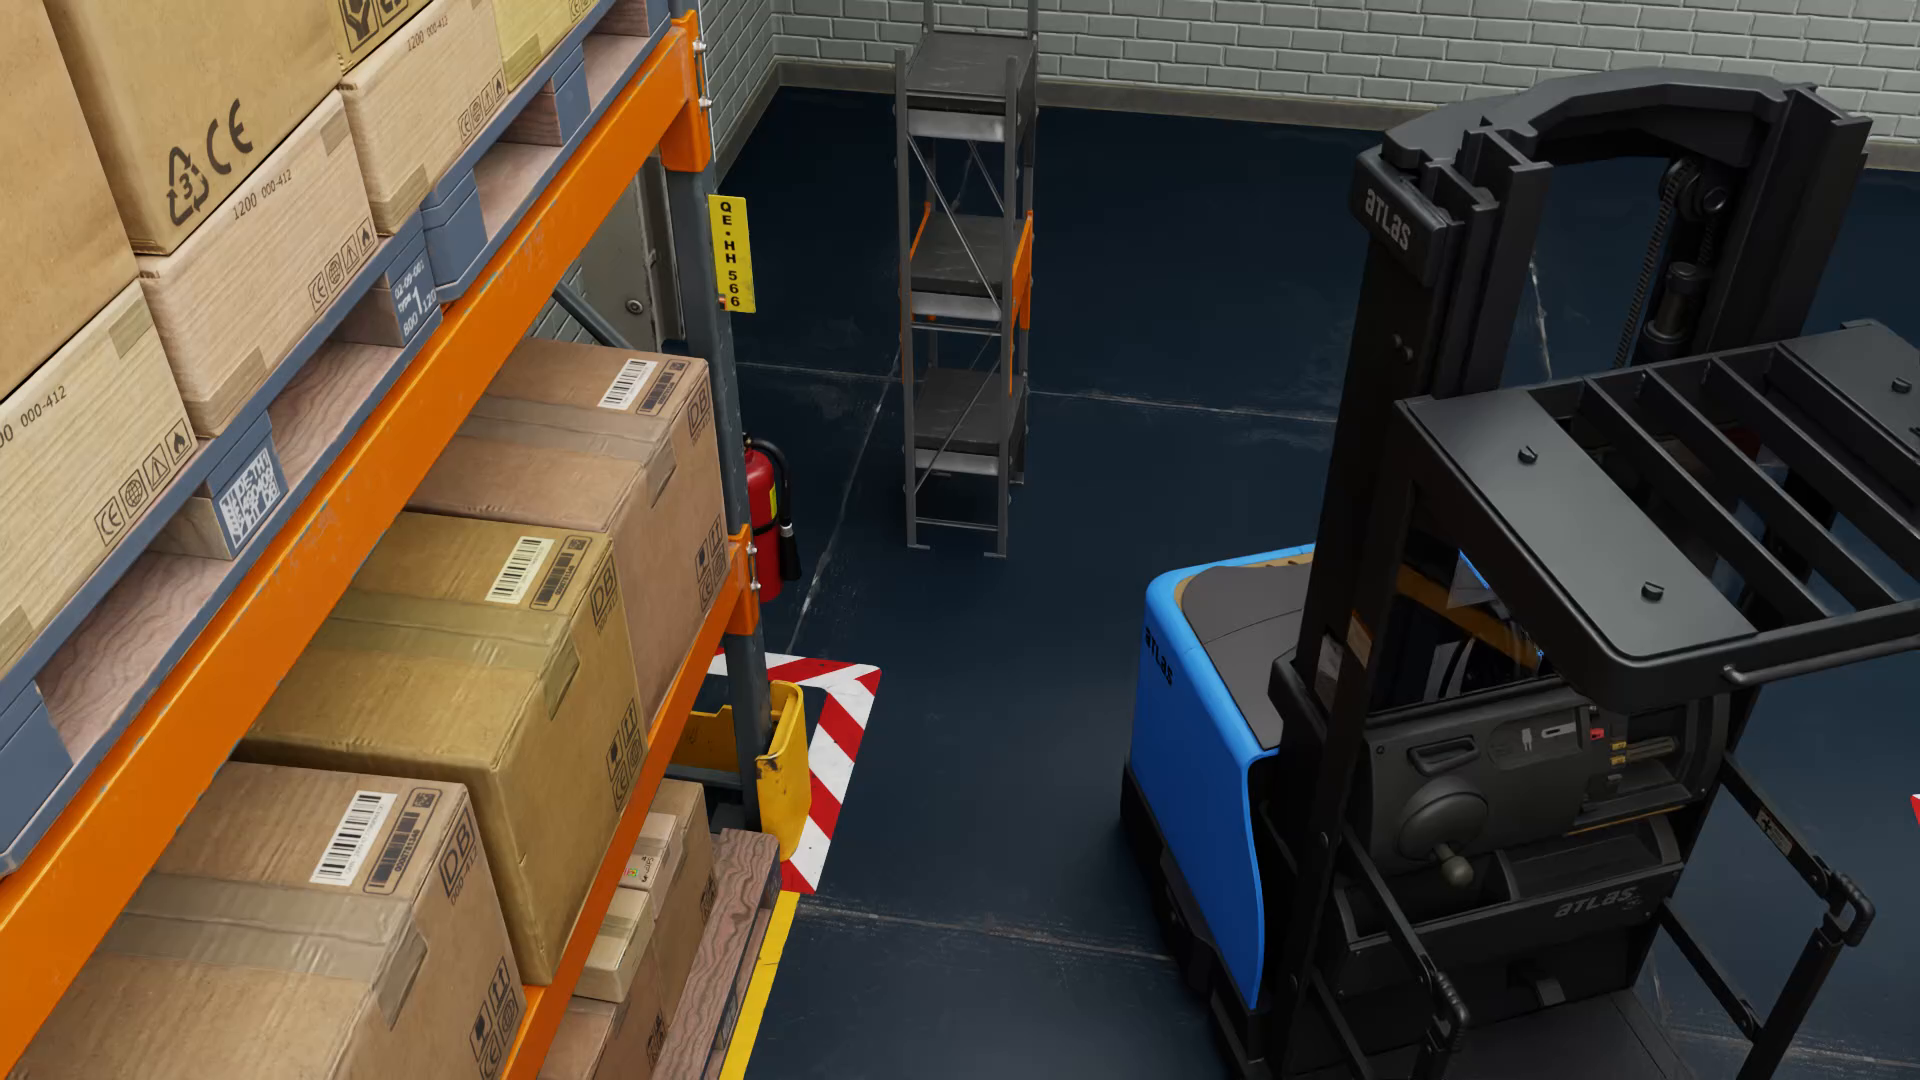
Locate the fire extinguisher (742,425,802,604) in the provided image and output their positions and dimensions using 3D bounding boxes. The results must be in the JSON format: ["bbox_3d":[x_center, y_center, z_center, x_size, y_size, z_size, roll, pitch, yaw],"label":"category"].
[{"bbox_3d":[-0.625,-0.115,4.888,0.296,0.674,0.183,6,40,8],"label":"fire extinguisher"}]

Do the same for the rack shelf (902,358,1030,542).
[{"bbox_3d":[0.029,-0.363,6.661,0.431,0.518,0.480,6,40,8],"label":"rack shelf"}]

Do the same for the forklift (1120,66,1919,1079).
[{"bbox_3d":[1.430,0.618,3.702,1.130,2.935,3.031,-10,41,-12],"label":"forklift"}]

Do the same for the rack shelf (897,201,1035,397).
[{"bbox_3d":[0.029,-0.903,6.215,0.431,0.518,0.480,6,40,8],"label":"rack shelf"}]

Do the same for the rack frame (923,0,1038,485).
[{"bbox_3d":[0.071,-1.066,6.392,0.400,2.100,0.015,6,40,8],"label":"rack frame"}]

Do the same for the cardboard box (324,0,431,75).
[{"bbox_3d":[-1.061,-1.030,2.408,0.500,0.500,0.500,8,40,9],"label":"cardboard box"}]

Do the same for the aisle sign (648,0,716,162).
[{"bbox_3d":[-0.797,-1.258,3.878,0.394,0.787,0.004,6,40,8],"label":"aisle sign"}]

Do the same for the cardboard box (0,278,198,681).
[{"bbox_3d":[-1.235,-0.078,1.846,0.500,0.250,0.500,5,40,6],"label":"cardboard box"}]

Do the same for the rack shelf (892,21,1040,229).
[{"bbox_3d":[0.029,-1.442,5.769,0.431,0.518,0.480,6,40,8],"label":"rack shelf"}]

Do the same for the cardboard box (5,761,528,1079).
[{"bbox_3d":[-1.440,0.897,3.076,0.980,0.700,0.700,5,40,6],"label":"cardboard box"}]

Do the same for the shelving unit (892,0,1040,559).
[{"bbox_3d":[0.029,-0.913,6.207,0.431,2.100,0.503,6,40,8],"label":"shelving unit"}]

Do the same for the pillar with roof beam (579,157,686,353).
[{"bbox_3d":[2.750,-3.872,4.371,9.100,9.000,0.400,6,40,8],"label":"pillar with roof beam"}]

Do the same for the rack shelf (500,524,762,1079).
[{"bbox_3d":[-1.451,1.288,3.403,1.077,0.370,4.000,6,40,8],"label":"rack shelf"}]

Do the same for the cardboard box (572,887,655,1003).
[{"bbox_3d":[-1.014,1.019,4.287,0.380,0.149,0.250,7,40,9],"label":"cardboard box"}]

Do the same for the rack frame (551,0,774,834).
[{"bbox_3d":[-1.105,-0.244,4.691,1.000,3.000,0.127,6,40,8],"label":"rack frame"}]

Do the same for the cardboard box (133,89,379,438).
[{"bbox_3d":[-1.145,-0.400,2.236,0.500,0.250,0.500,5,40,6],"label":"cardboard box"}]

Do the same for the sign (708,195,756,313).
[{"bbox_3d":[-0.573,-0.713,4.164,0.100,0.325,0.005,6,40,8],"label":"sign"}]

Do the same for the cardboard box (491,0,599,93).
[{"bbox_3d":[-0.971,-1.054,3.026,0.500,0.250,0.500,8,40,9],"label":"cardboard box"}]

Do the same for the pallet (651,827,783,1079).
[{"bbox_3d":[-1.167,1.341,4.963,1.003,0.211,1.213,6,40,8],"label":"pallet"}]

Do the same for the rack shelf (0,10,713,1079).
[{"bbox_3d":[-1.451,0.132,2.447,1.077,0.370,4.000,6,40,8],"label":"rack shelf"}]

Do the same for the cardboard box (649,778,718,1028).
[{"bbox_3d":[-1.128,1.008,4.809,0.700,0.500,0.500,6,40,8],"label":"cardboard box"}]

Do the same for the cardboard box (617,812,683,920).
[{"bbox_3d":[-0.971,0.858,4.481,0.380,0.149,0.250,6,40,7],"label":"cardboard box"}]

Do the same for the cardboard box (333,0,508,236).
[{"bbox_3d":[-1.060,-0.727,2.631,0.500,0.250,0.500,5,40,6],"label":"cardboard box"}]

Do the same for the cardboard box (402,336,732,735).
[{"bbox_3d":[-1.184,-0.039,4.207,0.980,0.700,0.700,8,40,10],"label":"cardboard box"}]

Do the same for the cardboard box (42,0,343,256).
[{"bbox_3d":[-1.143,-0.701,2.011,0.500,0.500,0.500,5,40,6],"label":"cardboard box"}]

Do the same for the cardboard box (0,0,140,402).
[{"bbox_3d":[-1.235,-0.372,1.613,0.500,0.500,0.500,7,40,8],"label":"cardboard box"}]

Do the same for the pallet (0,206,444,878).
[{"bbox_3d":[-1.432,-0.132,2.271,1.003,0.211,1.213,6,40,8],"label":"pallet"}]

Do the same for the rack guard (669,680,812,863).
[{"bbox_3d":[-1.101,0.704,5.506,1.175,0.500,0.348,6,40,8],"label":"rack guard"}]

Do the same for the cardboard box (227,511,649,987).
[{"bbox_3d":[-1.299,0.419,3.654,0.980,0.700,0.700,6,40,7],"label":"cardboard box"}]

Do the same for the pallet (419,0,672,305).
[{"bbox_3d":[-1.223,-0.899,3.199,1.003,0.211,1.213,6,40,8],"label":"pallet"}]

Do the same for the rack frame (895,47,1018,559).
[{"bbox_3d":[-0.014,-0.760,6.021,0.400,2.100,0.015,6,40,8],"label":"rack frame"}]

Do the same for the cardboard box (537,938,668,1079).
[{"bbox_3d":[-1.214,1.322,4.430,0.700,0.500,0.500,6,40,8],"label":"cardboard box"}]
